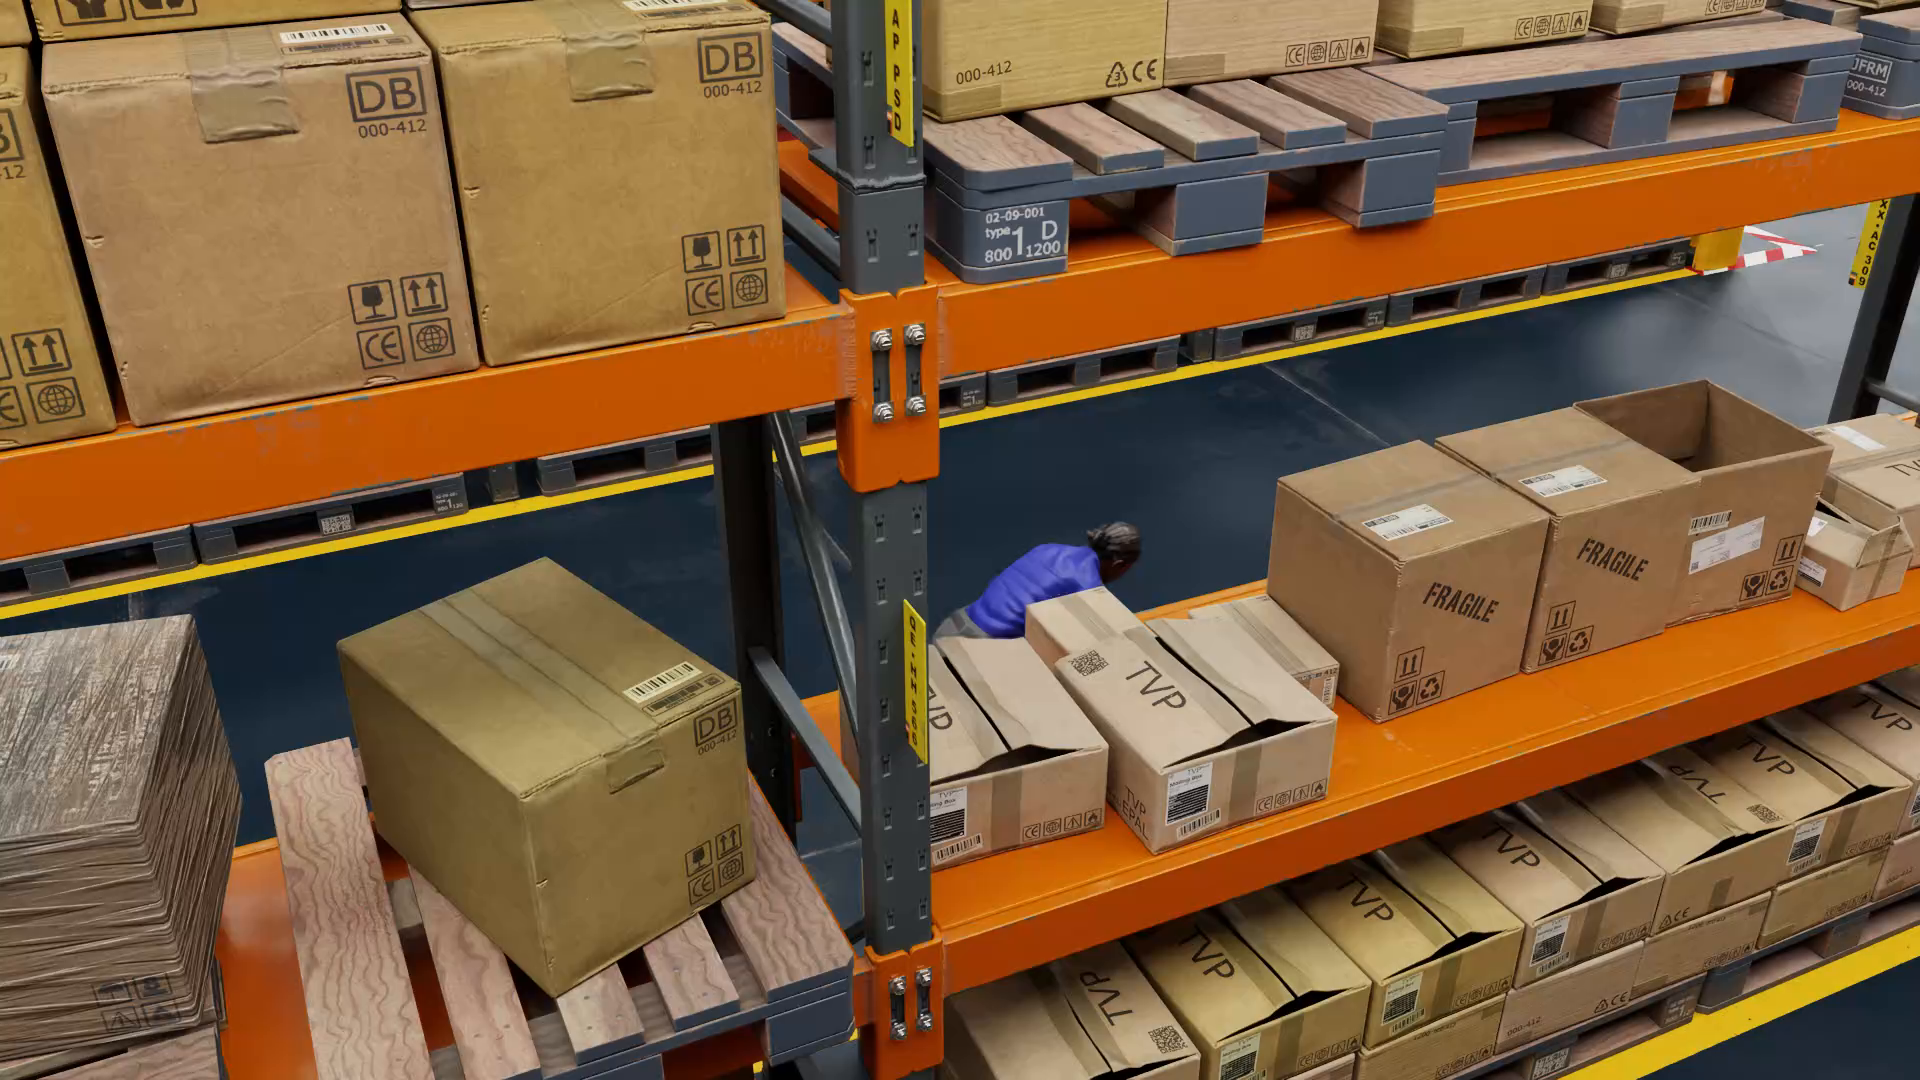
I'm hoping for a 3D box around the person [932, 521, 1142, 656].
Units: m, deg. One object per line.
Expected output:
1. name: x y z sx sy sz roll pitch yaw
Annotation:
1. person: 0.304 0.427 6.116 0.854 0.940 0.463 -14 33 -23
